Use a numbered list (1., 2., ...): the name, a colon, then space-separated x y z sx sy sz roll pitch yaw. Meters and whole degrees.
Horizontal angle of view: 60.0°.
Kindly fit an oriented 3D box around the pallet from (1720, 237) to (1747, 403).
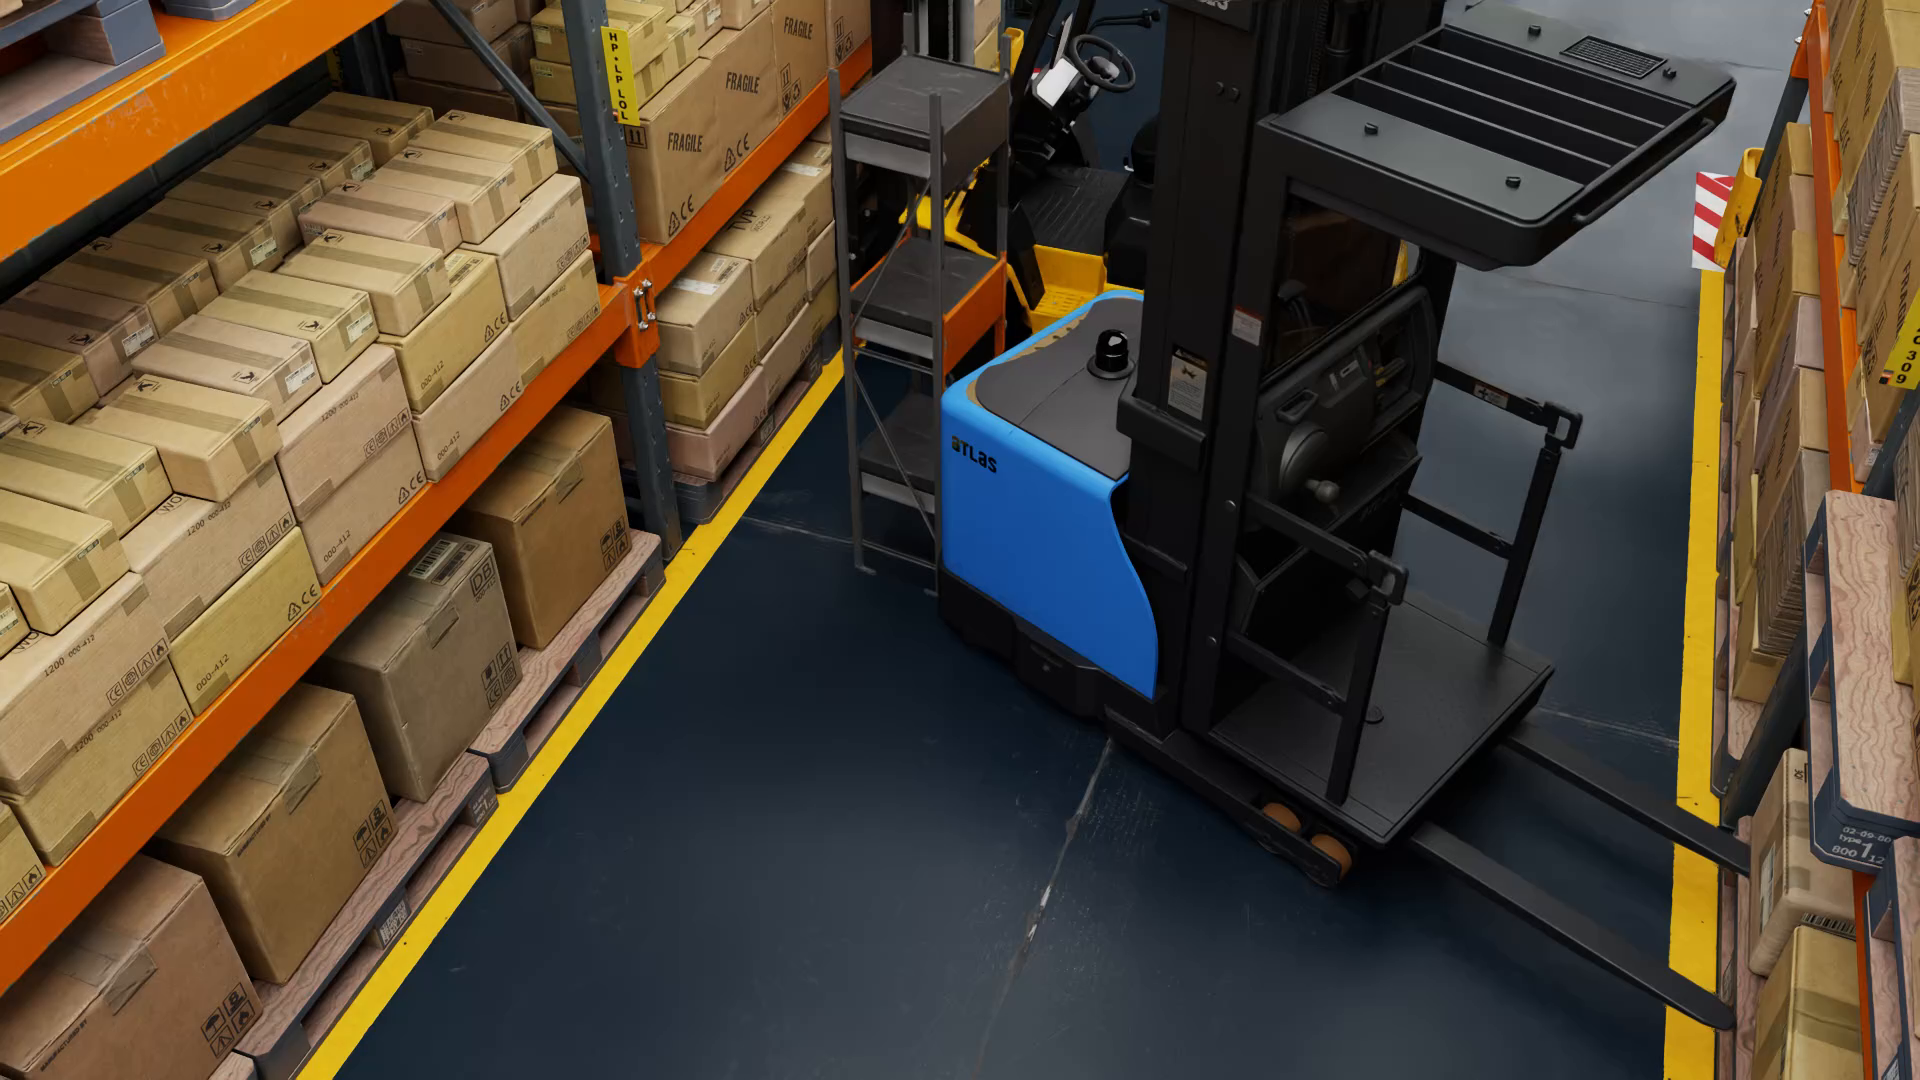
1. pallet: 4.088 -0.941 7.690 1.003 0.211 1.213 13 42 15

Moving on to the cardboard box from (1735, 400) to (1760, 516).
1. cardboard box: 3.357 -0.266 6.545 0.500 0.250 0.500 14 42 16

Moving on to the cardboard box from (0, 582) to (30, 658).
1. cardboard box: -2.302 0.183 3.648 0.380 0.149 0.250 14 42 16

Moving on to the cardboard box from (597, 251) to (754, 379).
1. cardboard box: -1.149 -0.915 6.536 0.500 0.250 0.500 13 42 14

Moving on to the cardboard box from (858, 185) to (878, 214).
1. cardboard box: -0.627 -1.645 7.777 0.500 0.250 0.500 13 42 15

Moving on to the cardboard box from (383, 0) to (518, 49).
1. cardboard box: -1.784 -1.855 5.807 0.380 0.149 0.250 13 42 15

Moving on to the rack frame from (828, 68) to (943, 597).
1. rack frame: -0.238 -0.632 5.873 0.400 2.100 0.015 19 44 21

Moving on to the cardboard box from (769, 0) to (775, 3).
1. cardboard box: -0.858 -2.233 6.479 0.380 0.149 0.250 13 42 15

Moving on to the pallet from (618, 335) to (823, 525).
1. pallet: -1.298 -0.610 7.302 1.003 0.211 1.213 13 42 15

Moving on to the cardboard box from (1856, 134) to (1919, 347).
1. cardboard box: 3.145 -0.889 5.174 0.500 0.500 0.500 15 43 17

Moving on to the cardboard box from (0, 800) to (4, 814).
1. cardboard box: -2.423 0.590 3.478 0.500 0.250 0.500 15 43 16

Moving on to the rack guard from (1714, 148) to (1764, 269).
1. rack guard: 4.399 -1.538 8.168 1.175 0.500 0.348 13 42 15

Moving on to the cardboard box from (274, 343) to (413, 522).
1. cardboard box: -1.886 -0.346 4.575 0.500 0.250 0.500 14 42 16

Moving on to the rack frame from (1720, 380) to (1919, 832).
1. rack frame: 3.057 -0.096 4.551 1.000 3.000 0.127 13 42 15

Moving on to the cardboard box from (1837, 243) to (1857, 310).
1. cardboard box: 3.225 -0.884 5.669 0.380 0.149 0.250 13 42 14

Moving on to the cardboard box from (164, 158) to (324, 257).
1. cardboard box: -2.158 -1.009 5.045 0.380 0.149 0.250 13 42 15

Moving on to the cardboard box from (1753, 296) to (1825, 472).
1. cardboard box: 3.353 -0.537 6.286 0.500 0.500 0.500 15 43 17

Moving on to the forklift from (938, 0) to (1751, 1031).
1. forklift: 1.331 -0.374 4.930 3.031 2.935 1.130 32 50 32

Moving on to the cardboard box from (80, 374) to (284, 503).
1. cardboard box: -1.944 -0.257 4.164 0.380 0.149 0.250 12 42 14

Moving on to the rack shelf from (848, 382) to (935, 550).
1. rack shelf: -0.125 -0.229 6.500 0.431 0.518 0.480 19 44 21

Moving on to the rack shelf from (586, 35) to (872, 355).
1. rack shelf: -0.925 -2.141 7.503 1.077 0.370 4.000 13 42 15

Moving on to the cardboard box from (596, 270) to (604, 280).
1. cardboard box: -1.622 -1.032 6.673 0.500 0.250 0.500 14 42 16

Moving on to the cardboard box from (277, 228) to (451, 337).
1. cardboard box: -1.687 -0.733 4.722 0.380 0.149 0.250 12 42 14

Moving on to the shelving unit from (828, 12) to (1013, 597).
1. shelving unit: -0.125 -0.772 6.037 0.431 2.100 0.503 19 44 21

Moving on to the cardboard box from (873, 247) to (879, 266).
1. cardboard box: -0.620 -1.466 7.952 0.500 0.250 0.500 15 43 16

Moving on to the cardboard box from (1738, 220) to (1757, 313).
1. cardboard box: 3.889 -1.219 7.662 0.500 0.250 0.500 13 42 15

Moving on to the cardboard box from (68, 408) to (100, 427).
1. cardboard box: -2.558 -0.147 4.341 0.500 0.250 0.500 13 42 14

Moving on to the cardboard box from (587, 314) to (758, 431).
1. cardboard box: -1.154 -0.726 6.699 0.500 0.250 0.500 13 42 15

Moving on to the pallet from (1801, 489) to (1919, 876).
1. pallet: 2.659 0.411 4.105 1.003 0.211 1.213 13 42 15

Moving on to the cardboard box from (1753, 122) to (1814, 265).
1. cardboard box: 3.881 -1.489 7.402 0.500 0.500 0.500 12 42 14

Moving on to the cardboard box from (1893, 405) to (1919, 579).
1. cardboard box: 2.627 -0.184 4.025 0.500 0.500 0.500 14 43 16

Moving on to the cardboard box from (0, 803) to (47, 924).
1. cardboard box: -2.419 0.780 3.641 0.500 0.250 0.500 12 42 14

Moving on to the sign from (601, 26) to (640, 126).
1. sign: -1.096 -1.491 5.355 0.100 0.325 0.005 13 42 15

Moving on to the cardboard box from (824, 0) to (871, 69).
1. cardboard box: -0.685 -2.378 7.150 0.500 0.500 0.500 14 42 15

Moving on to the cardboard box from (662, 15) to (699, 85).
1. cardboard box: -1.166 -1.774 5.942 0.380 0.149 0.250 14 42 16

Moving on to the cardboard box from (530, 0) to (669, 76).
1. cardboard box: -1.221 -1.722 5.651 0.380 0.149 0.250 14 42 16

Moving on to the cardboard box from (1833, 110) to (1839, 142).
1. cardboard box: 3.687 -1.668 6.587 0.380 0.149 0.250 14 43 16

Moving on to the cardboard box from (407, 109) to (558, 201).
1. cardboard box: -1.517 -1.222 5.295 0.380 0.149 0.250 15 43 17

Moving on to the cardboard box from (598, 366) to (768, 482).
1. cardboard box: -1.132 -0.530 6.856 0.500 0.250 0.500 14 42 16

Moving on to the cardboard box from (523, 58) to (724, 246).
1. cardboard box: -1.212 -1.446 6.057 0.500 0.500 0.500 12 42 14

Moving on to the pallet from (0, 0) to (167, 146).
1. pallet: -2.449 -0.941 3.377 1.003 0.211 1.213 15 43 17

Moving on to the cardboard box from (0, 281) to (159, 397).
1. cardboard box: -2.416 -0.547 4.504 0.380 0.149 0.250 13 42 15

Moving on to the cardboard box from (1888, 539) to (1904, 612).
1. cardboard box: 2.571 0.107 4.183 0.380 0.149 0.250 14 42 16

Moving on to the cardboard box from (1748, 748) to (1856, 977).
1. cardboard box: 2.880 1.065 4.892 0.950 0.372 0.625 14 42 16

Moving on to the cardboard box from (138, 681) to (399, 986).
1. cardboard box: -2.305 0.800 5.007 0.875 0.625 0.625 12 42 13

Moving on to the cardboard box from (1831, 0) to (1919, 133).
1. cardboard box: 3.655 -1.832 6.279 0.500 0.500 0.500 13 42 14

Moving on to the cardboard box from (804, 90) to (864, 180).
1. cardboard box: -0.618 -1.849 7.630 0.500 0.250 0.500 12 42 14

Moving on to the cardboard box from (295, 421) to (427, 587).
1. cardboard box: -1.901 -0.169 4.752 0.500 0.250 0.500 14 42 15

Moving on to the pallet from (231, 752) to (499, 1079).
1. pallet: -2.240 1.070 5.333 1.003 0.211 1.213 13 42 15
